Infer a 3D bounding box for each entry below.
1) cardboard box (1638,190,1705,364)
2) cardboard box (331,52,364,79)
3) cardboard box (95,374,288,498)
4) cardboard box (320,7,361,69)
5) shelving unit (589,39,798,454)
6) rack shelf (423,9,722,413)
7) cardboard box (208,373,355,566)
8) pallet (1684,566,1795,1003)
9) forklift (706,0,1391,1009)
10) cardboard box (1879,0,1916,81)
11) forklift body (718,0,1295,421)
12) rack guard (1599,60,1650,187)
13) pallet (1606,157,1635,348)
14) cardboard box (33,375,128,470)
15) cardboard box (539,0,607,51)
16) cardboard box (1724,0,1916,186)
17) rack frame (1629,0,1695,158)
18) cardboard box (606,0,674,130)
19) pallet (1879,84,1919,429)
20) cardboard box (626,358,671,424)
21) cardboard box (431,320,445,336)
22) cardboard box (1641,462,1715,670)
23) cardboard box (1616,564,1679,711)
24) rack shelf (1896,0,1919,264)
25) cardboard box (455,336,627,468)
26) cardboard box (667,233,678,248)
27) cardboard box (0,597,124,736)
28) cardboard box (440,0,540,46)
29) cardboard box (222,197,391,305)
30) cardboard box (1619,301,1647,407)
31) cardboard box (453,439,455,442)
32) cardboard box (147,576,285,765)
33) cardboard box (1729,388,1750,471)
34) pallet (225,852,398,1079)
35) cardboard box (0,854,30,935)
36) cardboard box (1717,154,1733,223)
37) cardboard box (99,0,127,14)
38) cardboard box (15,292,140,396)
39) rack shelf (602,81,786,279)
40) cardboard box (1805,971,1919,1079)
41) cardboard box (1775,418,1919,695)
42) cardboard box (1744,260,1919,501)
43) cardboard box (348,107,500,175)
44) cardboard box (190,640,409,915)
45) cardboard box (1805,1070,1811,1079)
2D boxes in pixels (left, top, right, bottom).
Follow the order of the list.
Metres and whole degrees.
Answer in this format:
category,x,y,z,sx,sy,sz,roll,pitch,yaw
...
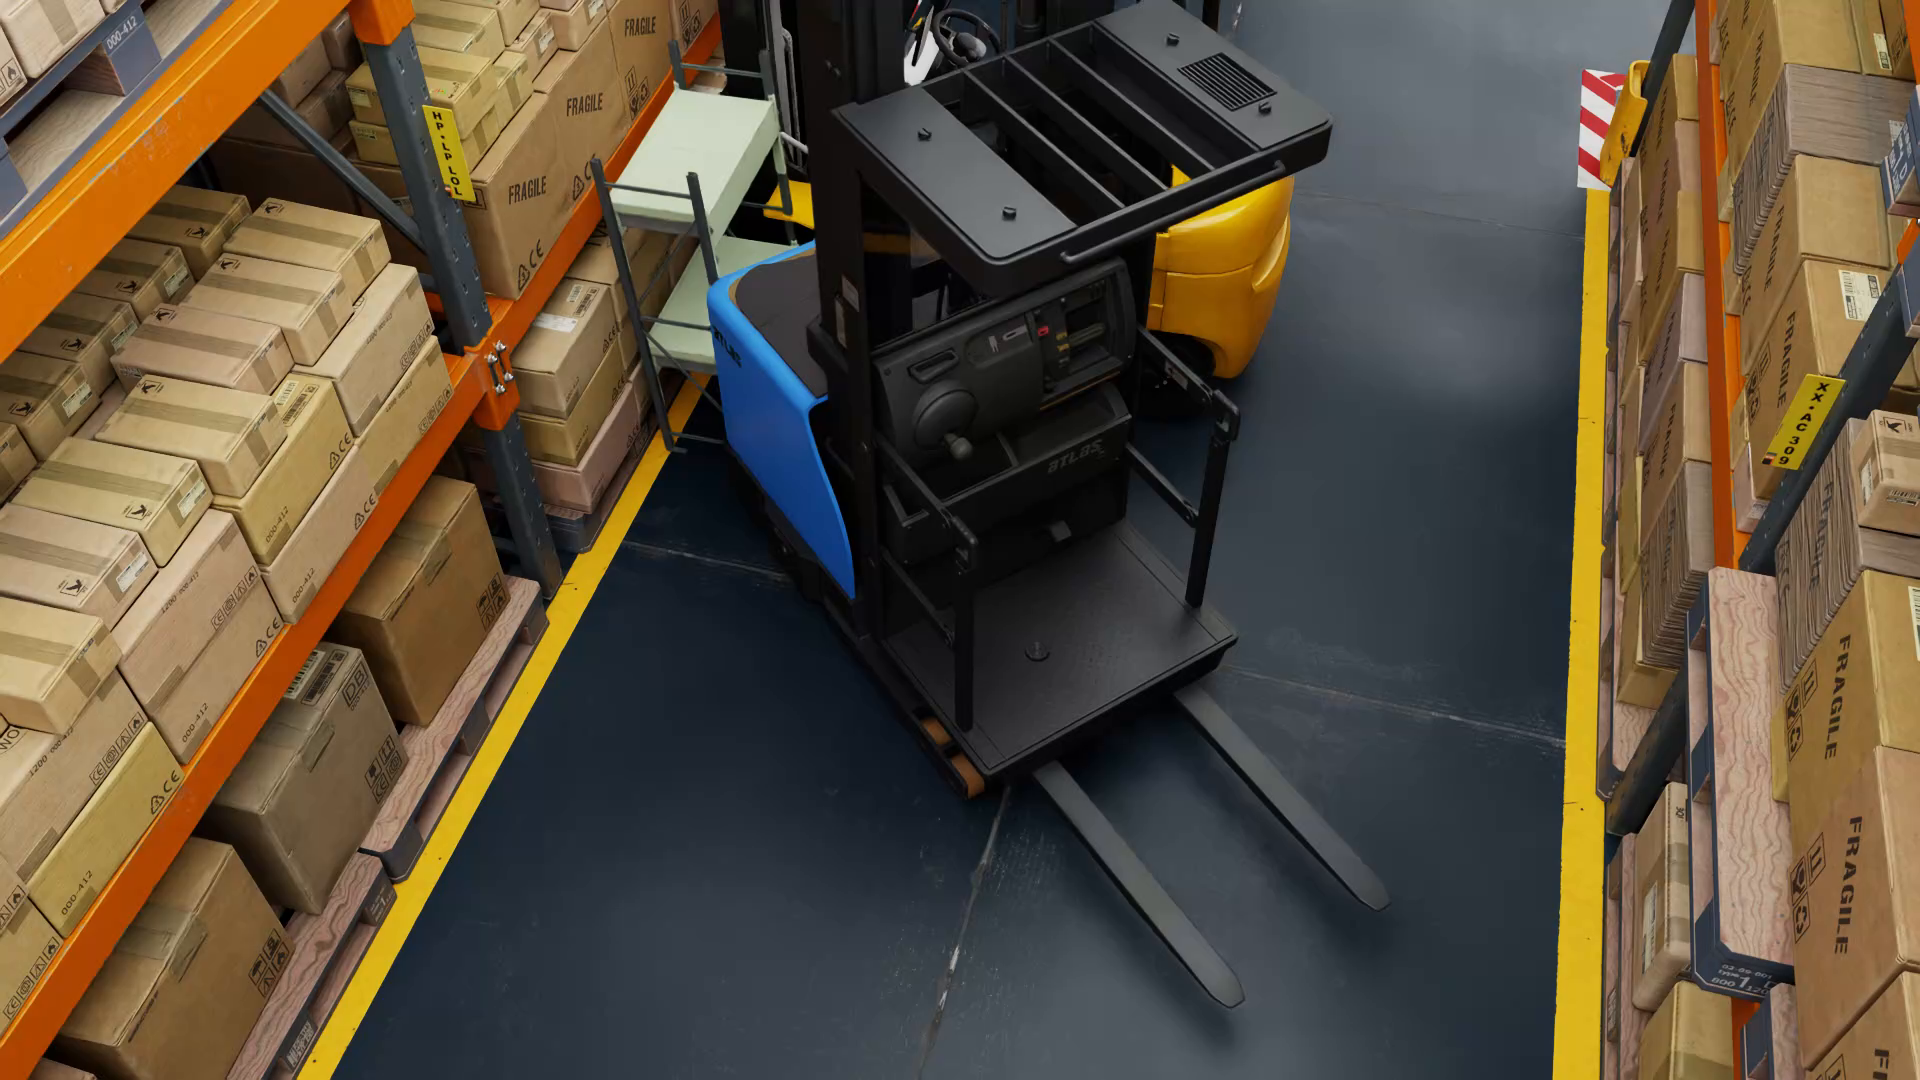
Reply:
category,x,y,z,sx,sy,sz,roll,pitch,yaw
cardboard box,3.032,-1.002,6.606,0.500,0.500,0.500,12,50,11
cardboard box,-2.183,-1.614,5.593,0.380,0.149,0.250,10,49,9
cardboard box,-2.035,-0.278,4.414,0.380,0.149,0.250,10,49,9
cardboard box,-2.154,-1.705,5.475,0.380,0.149,0.250,10,49,9
shelving unit,-0.975,-1.100,6.598,0.431,1.500,0.755,11,52,12
rack shelf,-1.526,-2.103,7.004,1.077,0.370,4.000,12,50,10
cardboard box,-2.064,-0.231,4.639,0.500,0.250,0.500,10,49,9
pallet,2.396,0.670,4.205,1.003,0.211,1.213,12,50,10
forklift,0.282,-0.471,5.129,1.130,2.935,3.031,-26,54,-21
cardboard box,3.425,-1.774,5.302,0.700,0.500,0.500,11,50,10
forklift body,0.261,-1.775,6.801,2.313,2.155,1.214,12,50,10
rack guard,3.770,-1.929,8.038,1.175,0.500,0.348,12,50,10
pallet,3.522,-1.253,7.634,1.003,0.211,1.213,12,50,10
cardboard box,-2.575,-0.332,4.728,0.500,0.250,0.500,11,50,10
cardboard box,-1.470,-1.866,5.816,0.380,0.149,0.250,13,50,11
cardboard box,3.005,-1.541,5.763,0.500,0.500,0.500,11,49,9
rack frame,3.790,-2.811,7.149,1.000,3.000,0.127,12,50,10
cardboard box,-1.431,-1.944,6.317,0.500,0.500,0.500,11,50,10
pallet,2.472,-0.423,3.166,1.213,0.211,1.003,12,50,10
cardboard box,-1.487,-0.779,6.909,0.500,0.250,0.500,11,49,9
cardboard box,-2.110,-0.849,6.304,0.500,0.250,0.500,12,50,11
cardboard box,2.634,0.124,5.612,0.500,0.500,0.500,11,49,10
cardboard box,2.633,0.372,5.893,0.500,0.250,0.500,14,50,12
rack shelf,3.264,-2.119,5.017,1.077,0.370,4.000,12,50,10
cardboard box,-1.627,-0.578,6.399,0.500,0.250,0.500,11,50,10
cardboard box,-1.358,-1.473,6.855,0.500,0.250,0.500,13,50,11
cardboard box,-2.231,0.286,3.917,0.380,0.149,0.250,10,49,9
cardboard box,-1.642,-1.806,5.564,0.380,0.149,0.250,11,49,9
cardboard box,-1.928,-0.851,4.920,0.380,0.149,0.250,13,50,11
cardboard box,3.038,-0.746,6.881,0.500,0.250,0.500,15,50,13
cardboard box,-2.122,-0.682,6.490,0.500,0.250,0.500,11,49,9
cardboard box,-2.220,0.289,4.513,0.500,0.250,0.500,12,50,10
cardboard box,2.587,-0.309,5.109,0.380,0.149,0.250,13,50,11
pallet,-2.528,1.454,5.245,1.003,0.211,1.213,12,50,10
cardboard box,-2.465,0.873,3.664,0.500,0.250,0.500,10,49,9
cardboard box,2.921,-1.235,5.926,0.380,0.149,0.250,12,50,10
cardboard box,-2.008,-1.458,3.667,0.500,0.311,0.500,10,49,9
cardboard box,-2.540,-0.566,4.669,0.380,0.149,0.250,11,50,10
rack shelf,-0.992,-1.348,6.297,0.431,0.370,0.720,11,52,12
cardboard box,1.938,1.185,3.077,0.500,0.500,0.500,10,49,8
cardboard box,2.337,0.094,4.040,0.500,0.500,0.500,13,50,11
cardboard box,2.614,-0.420,4.774,0.500,0.500,0.500,10,49,9
cardboard box,-1.715,-1.321,5.335,0.380,0.149,0.250,11,49,9
cardboard box,-2.391,0.692,5.362,0.875,0.625,0.625,11,50,10
cardboard box,2.037,1.119,3.568,0.380,0.149,0.250,12,50,10
